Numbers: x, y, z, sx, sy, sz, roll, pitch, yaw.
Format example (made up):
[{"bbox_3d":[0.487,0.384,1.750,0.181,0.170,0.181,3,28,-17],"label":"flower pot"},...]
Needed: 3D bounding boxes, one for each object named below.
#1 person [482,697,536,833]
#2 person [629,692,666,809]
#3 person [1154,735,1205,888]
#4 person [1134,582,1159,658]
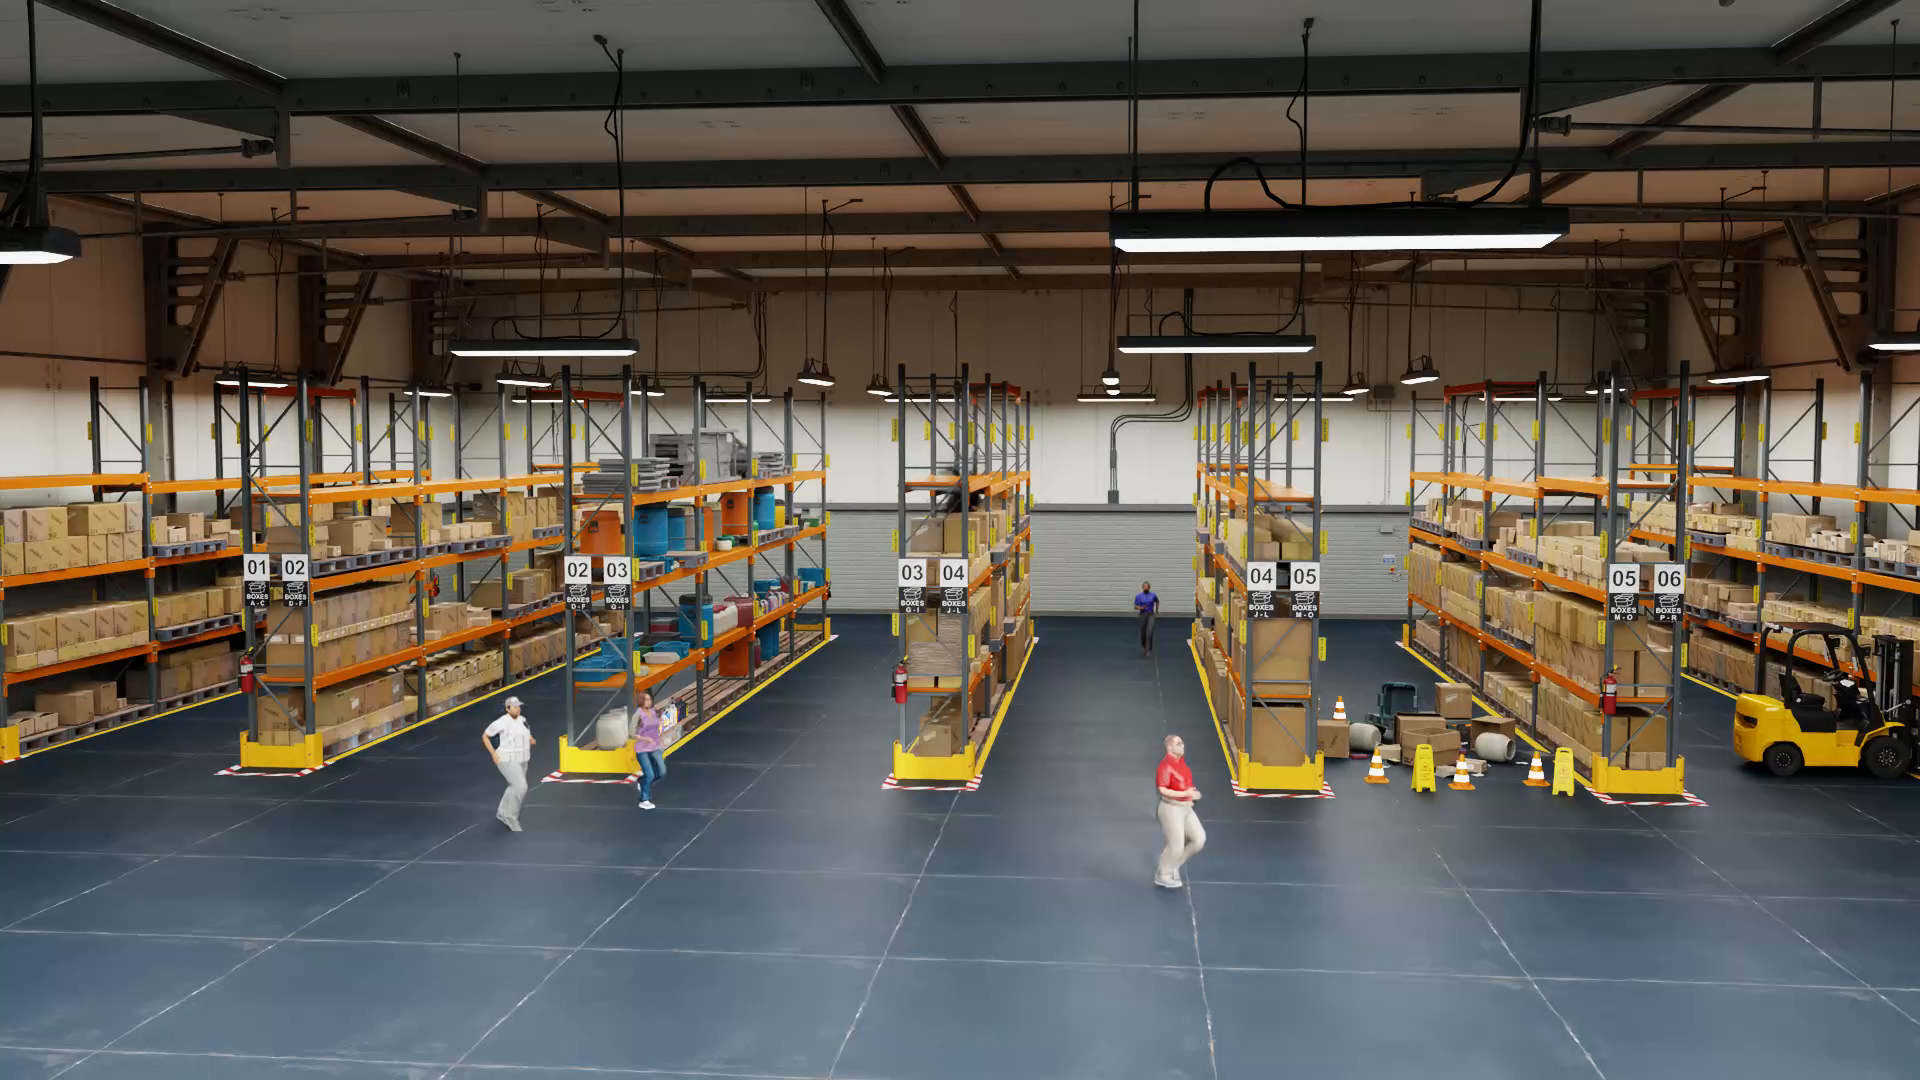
[{"bbox_3d":[-5.640,2.833,21.011,0.716,1.712,0.574,2,4,26],"label":"person"},{"bbox_3d":[-4.147,2.801,22.133,0.549,1.553,0.529,3,5,38],"label":"person"},{"bbox_3d":[2.431,2.986,18.221,0.621,1.708,0.648,2,4,34],"label":"person"},{"bbox_3d":[4.179,1.761,37.209,0.569,1.660,0.901,0,4,4],"label":"person"}]
